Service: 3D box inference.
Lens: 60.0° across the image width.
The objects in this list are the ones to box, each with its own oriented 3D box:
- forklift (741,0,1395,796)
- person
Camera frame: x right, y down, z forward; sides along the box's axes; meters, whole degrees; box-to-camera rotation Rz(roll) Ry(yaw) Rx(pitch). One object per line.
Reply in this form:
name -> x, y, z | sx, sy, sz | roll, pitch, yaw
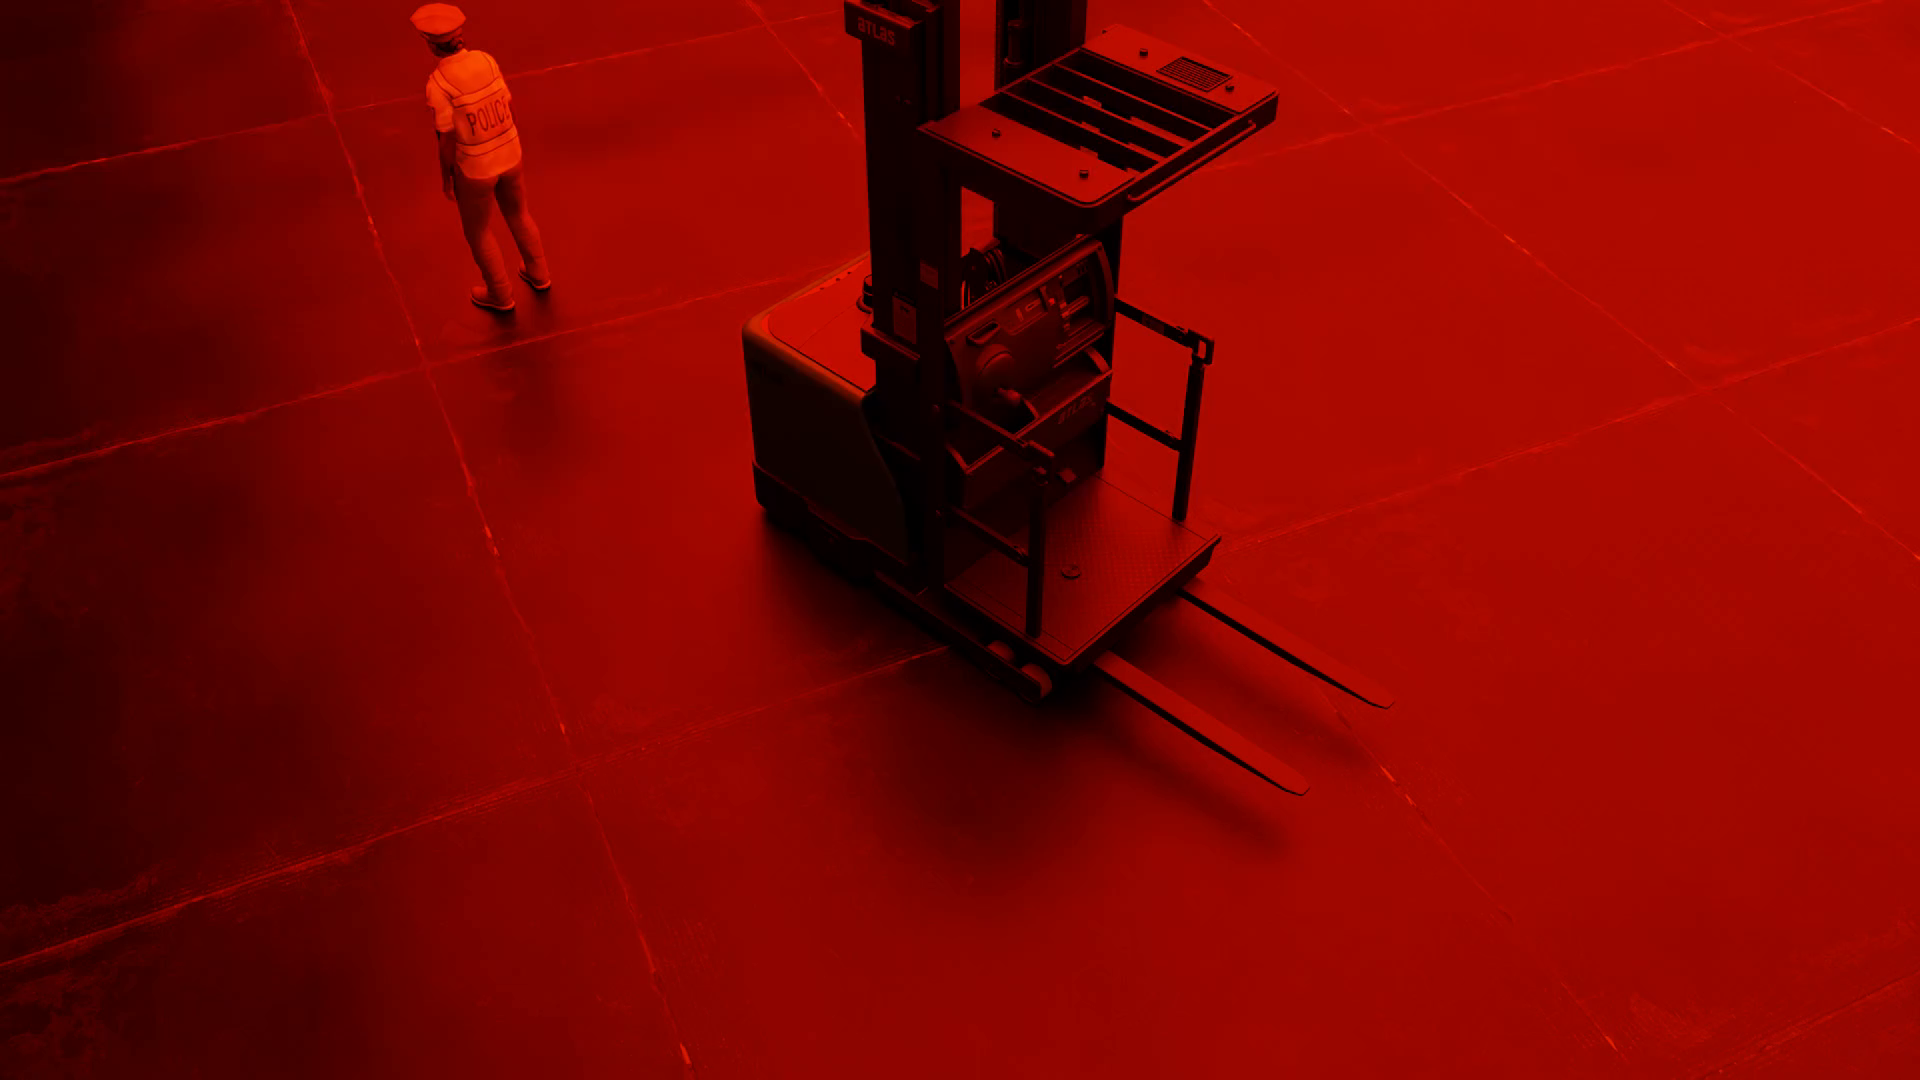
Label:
forklift -> 0.445, -0.788, 6.525 | 3.031, 2.935, 1.130 | 32, 52, 30
person -> -2.505, -1.980, 8.737 | 0.400, 1.657, 0.517 | 29, 50, 28
